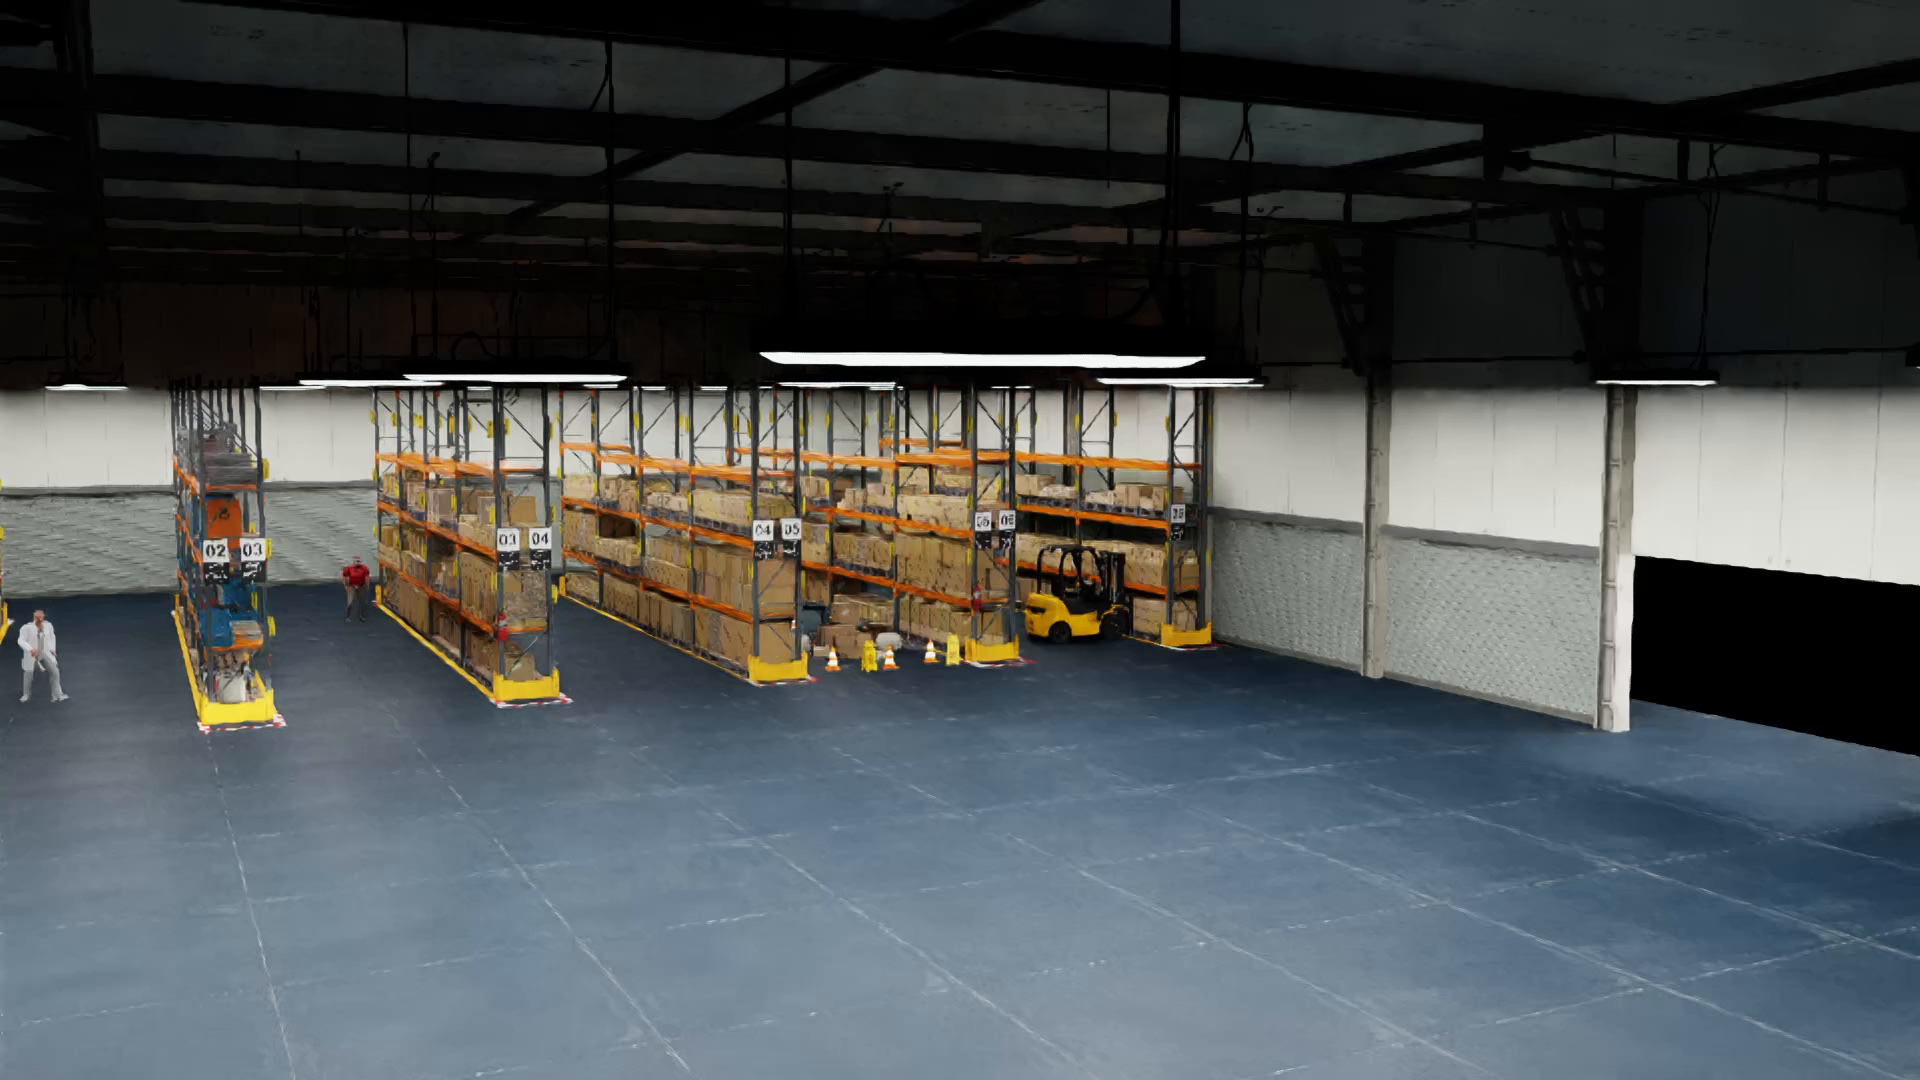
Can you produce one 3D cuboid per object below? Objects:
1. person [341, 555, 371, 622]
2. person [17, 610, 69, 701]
[{"bbox_3d":[-15.048,1.207,41.459,0.682,1.676,0.529,-3,6,-28],"label":"person"},{"bbox_3d":[-17.022,2.128,30.725,0.737,1.717,0.881,-5,7,-44],"label":"person"}]
